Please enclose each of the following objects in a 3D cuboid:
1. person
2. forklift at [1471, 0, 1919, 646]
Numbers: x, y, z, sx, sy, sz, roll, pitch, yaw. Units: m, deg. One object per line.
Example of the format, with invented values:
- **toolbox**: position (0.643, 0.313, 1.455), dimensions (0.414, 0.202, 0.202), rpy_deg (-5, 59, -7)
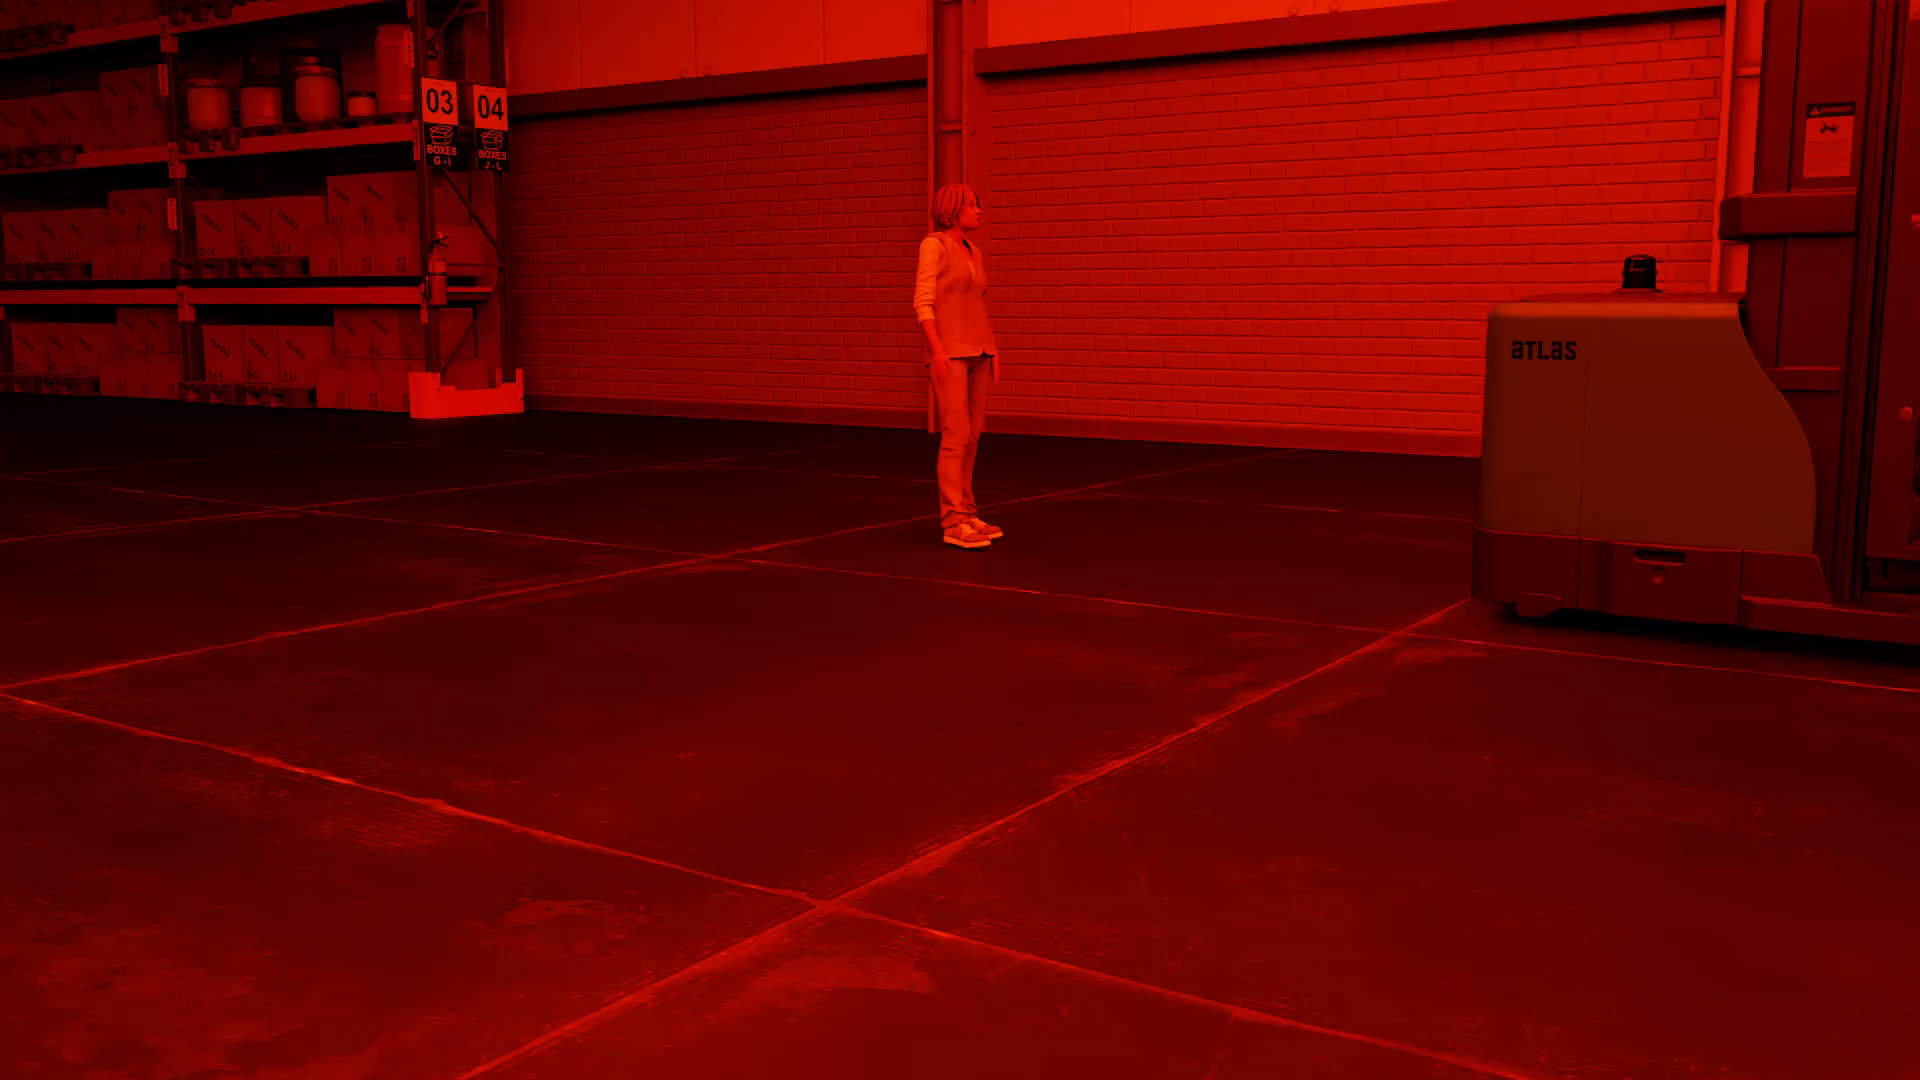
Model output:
- **person**: position (0.053, -0.791, 7.438), dimensions (0.475, 1.597, 0.520), rpy_deg (5, 10, 34)
- **forklift**: position (3.261, -1.119, 5.064), dimensions (3.031, 2.935, 1.130), rpy_deg (6, 10, 34)
